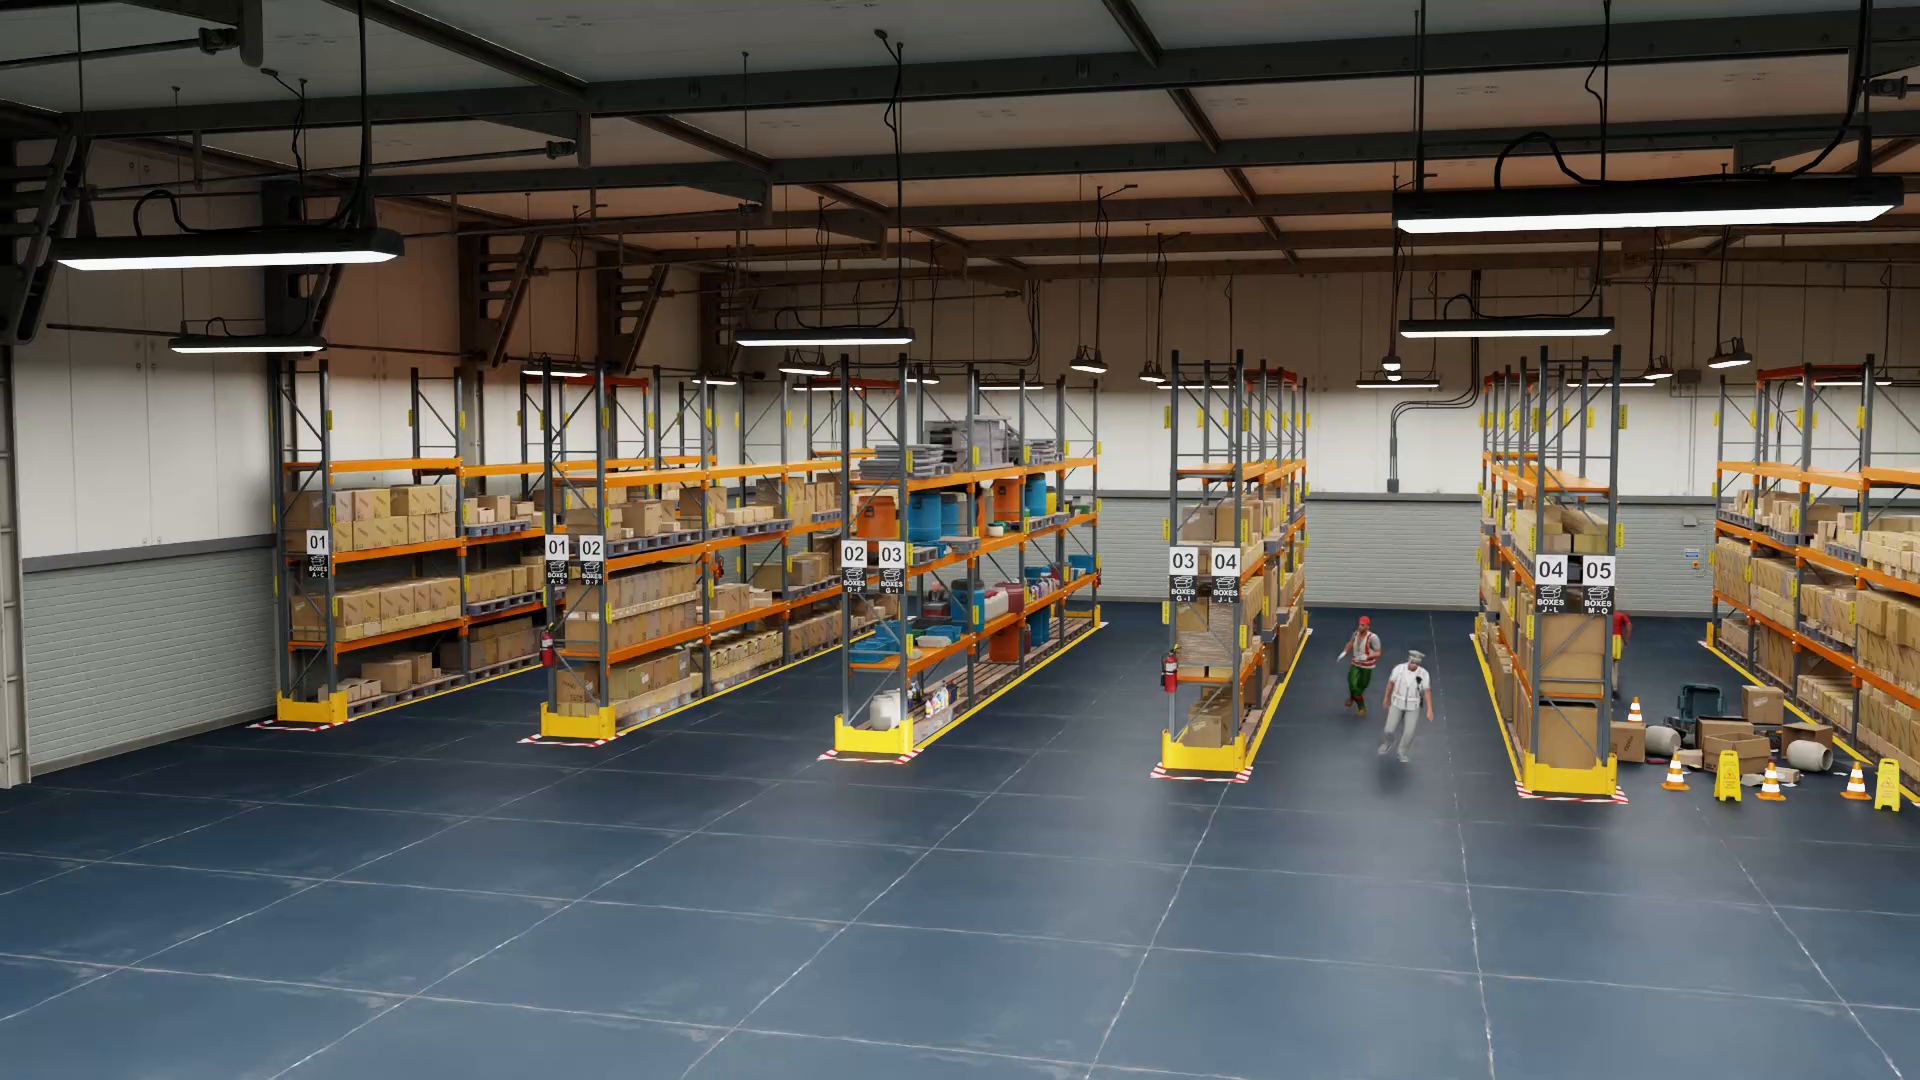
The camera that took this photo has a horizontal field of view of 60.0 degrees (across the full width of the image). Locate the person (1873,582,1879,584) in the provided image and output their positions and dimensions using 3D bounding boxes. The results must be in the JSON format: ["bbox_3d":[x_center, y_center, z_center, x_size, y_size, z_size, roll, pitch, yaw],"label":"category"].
[{"bbox_3d":[18.964,1.698,34.130,0.703,1.712,0.707,-1,4,-16],"label":"person"}]

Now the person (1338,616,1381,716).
[{"bbox_3d":[6.828,2.137,28.349,0.787,1.720,0.674,2,5,30],"label":"person"}]

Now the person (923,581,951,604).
[{"bbox_3d":[-0.486,1.593,35.059,0.655,1.479,0.723,1,4,12],"label":"person"}]

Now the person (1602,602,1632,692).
[{"bbox_3d":[11.975,1.978,30.556,0.605,1.754,0.848,0,4,2],"label":"person"}]

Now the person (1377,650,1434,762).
[{"bbox_3d":[6.506,2.416,24.271,0.792,1.660,0.648,1,4,17],"label":"person"}]
